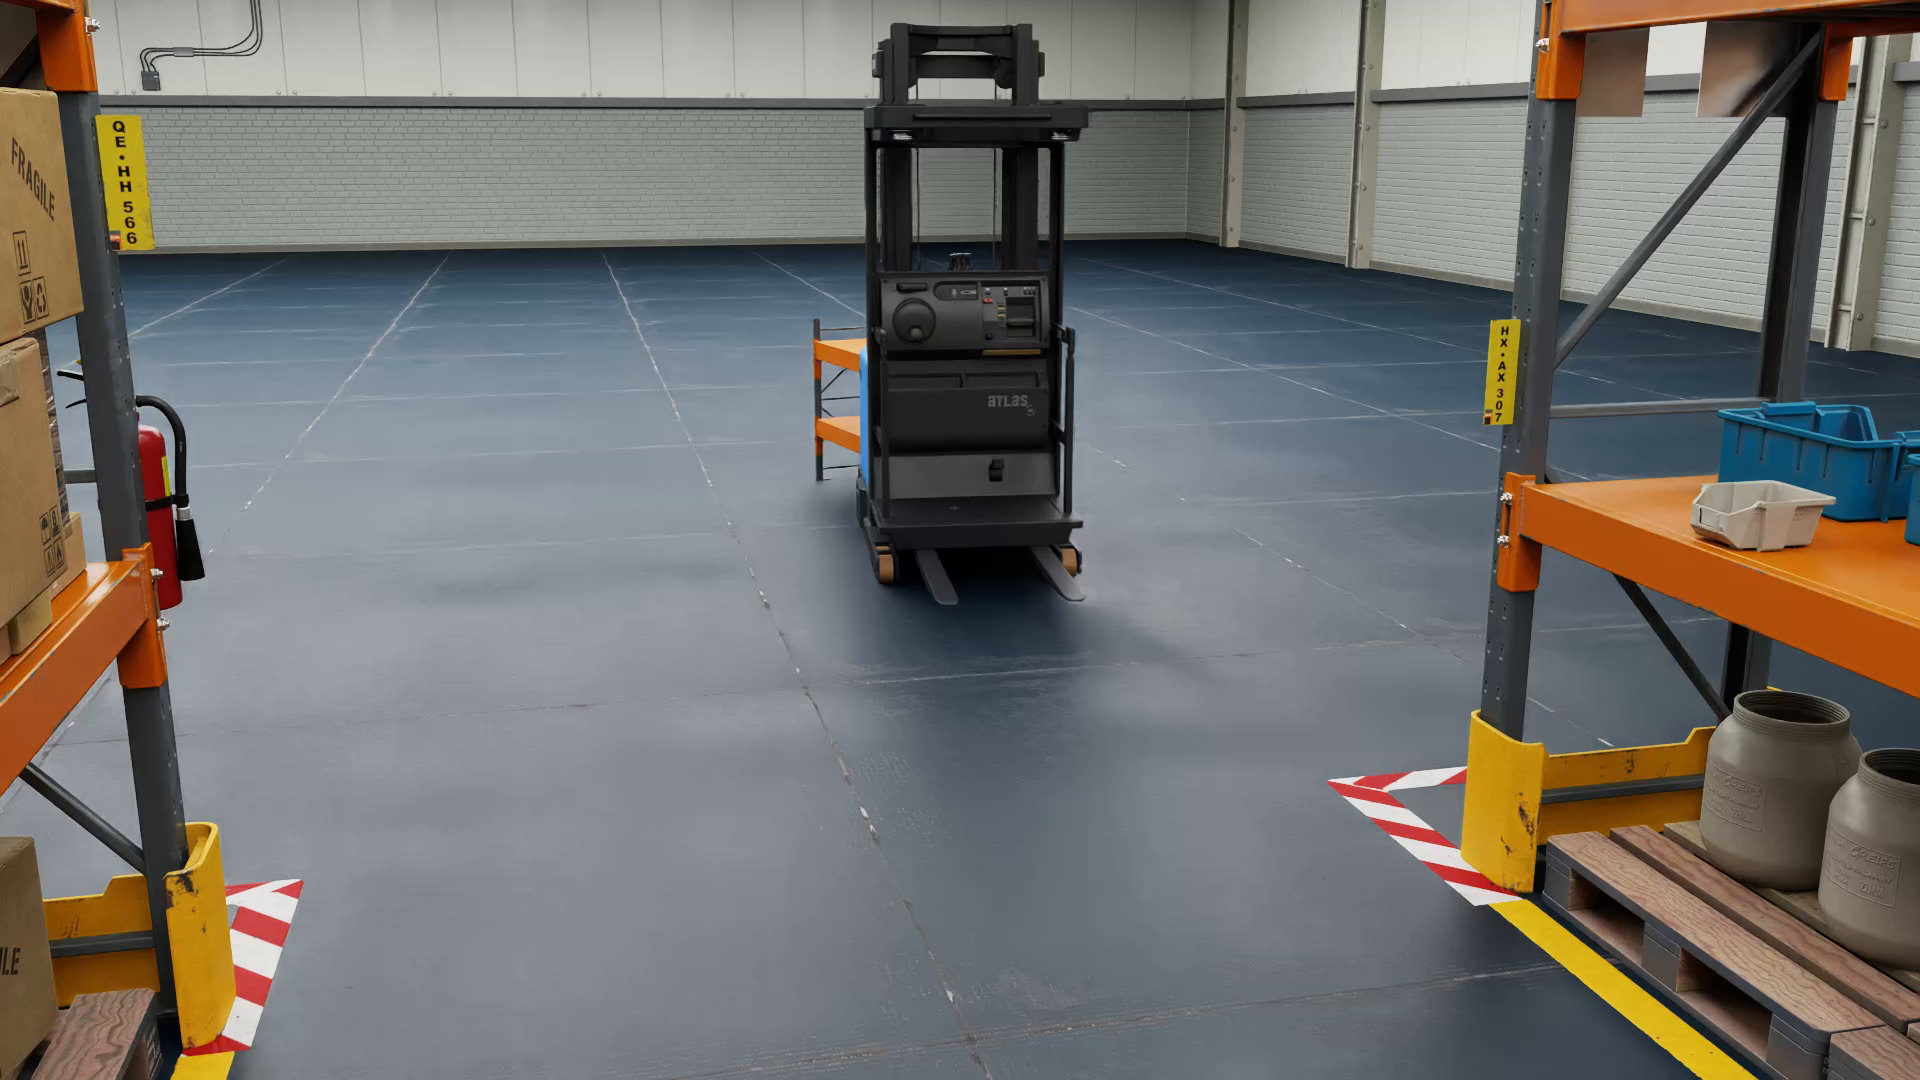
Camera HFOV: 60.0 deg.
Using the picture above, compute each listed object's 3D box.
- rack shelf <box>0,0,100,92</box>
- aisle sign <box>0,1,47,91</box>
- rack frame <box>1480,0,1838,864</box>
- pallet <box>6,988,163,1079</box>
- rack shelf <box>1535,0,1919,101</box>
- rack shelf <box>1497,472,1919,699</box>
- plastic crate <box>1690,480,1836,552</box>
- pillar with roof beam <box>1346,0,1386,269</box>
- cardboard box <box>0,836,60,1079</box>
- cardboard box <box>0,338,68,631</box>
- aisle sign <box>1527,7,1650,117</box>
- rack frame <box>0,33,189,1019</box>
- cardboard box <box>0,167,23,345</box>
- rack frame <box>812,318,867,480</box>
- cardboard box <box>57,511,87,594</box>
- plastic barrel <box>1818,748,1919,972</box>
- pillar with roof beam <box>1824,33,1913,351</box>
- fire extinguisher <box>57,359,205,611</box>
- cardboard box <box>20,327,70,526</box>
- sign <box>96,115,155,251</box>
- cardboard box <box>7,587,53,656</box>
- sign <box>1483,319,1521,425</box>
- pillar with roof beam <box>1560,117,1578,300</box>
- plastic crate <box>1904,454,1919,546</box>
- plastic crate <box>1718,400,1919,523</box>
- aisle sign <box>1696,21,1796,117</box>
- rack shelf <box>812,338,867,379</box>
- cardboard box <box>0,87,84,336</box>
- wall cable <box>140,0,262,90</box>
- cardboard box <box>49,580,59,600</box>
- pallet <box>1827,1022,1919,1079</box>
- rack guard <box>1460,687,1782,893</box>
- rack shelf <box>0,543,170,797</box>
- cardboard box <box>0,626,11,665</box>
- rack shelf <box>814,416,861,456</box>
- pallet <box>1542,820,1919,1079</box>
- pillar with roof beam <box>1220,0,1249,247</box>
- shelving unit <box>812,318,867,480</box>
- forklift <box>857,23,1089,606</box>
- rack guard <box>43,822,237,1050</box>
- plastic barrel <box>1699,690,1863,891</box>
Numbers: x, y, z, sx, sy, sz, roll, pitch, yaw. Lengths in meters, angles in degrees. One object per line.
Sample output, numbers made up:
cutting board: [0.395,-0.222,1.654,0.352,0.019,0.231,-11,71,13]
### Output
rack shelf: [-2.132,-0.784,2.010,1.077,0.370,4.000,-3,14,-13]
aisle sign: [-2.325,-1.431,3.987,0.394,0.787,0.004,-3,14,-13]
rack frame: [2.212,-0.413,5.299,1.000,3.000,0.127,-3,14,-13]
pallet: [-2.428,1.424,3.653,1.003,0.211,1.213,-3,14,-13]
rack shelf: [2.682,-1.060,3.140,1.077,0.370,4.000,-3,14,-13]
rack shelf: [2.682,0.397,3.496,1.077,0.370,4.000,-3,14,-13]
plastic crate: [2.110,-0.061,4.412,0.298,0.136,0.250,-3,14,-13]
pillar with roof beam: [3.026,-9.063,28.064,9.100,9.000,0.400,-3,14,-13]
cardboard box: [-2.472,1.018,3.822,0.500,0.500,0.500,-1,14,-3]
cardboard box: [-2.265,-0.093,3.151,0.875,0.500,0.500,-3,14,-13]
aisle sign: [1.911,-1.677,4.992,0.394,0.787,0.004,-3,14,-13]
rack frame: [-2.602,-0.137,4.169,1.000,3.000,0.127,-3,14,-13]
cardboard box: [-2.110,-0.588,3.069,0.500,0.500,0.500,-3,14,-13]
rack frame: [-0.781,-0.993,11.620,0.500,1.125,0.032,-7,15,-26]
cardboard box: [-2.334,0.039,3.977,0.380,0.149,0.250,-3,14,-13]
plastic barrel: [2.559,0.854,4.467,0.421,0.512,0.421,0,14,0]
pillar with roof beam: [5.845,-6.295,16.732,9.100,9.000,0.400,-3,14,-13]
fire extinguisher: [-2.181,-0.152,4.391,0.296,0.674,0.183,-3,14,-13]
cardboard box: [-2.500,-0.202,3.596,0.875,0.500,0.500,-3,14,-13]
sign: [-2.058,-0.880,4.102,0.100,0.325,0.005,-3,14,-13]
cardboard box: [-2.168,0.151,3.516,0.380,0.149,0.250,-3,14,-13]
sign: [1.677,-0.518,5.145,0.100,0.325,0.005,-3,14,-13]
pillar with roof beam: [4.436,-7.679,22.398,9.100,9.000,0.400,-3,14,-13]
plastic crate: [2.768,-0.092,4.298,0.499,0.251,0.408,-3,14,-13]
plastic crate: [2.621,-0.242,4.912,0.499,0.251,0.616,-3,14,-13]
aisle sign: [2.484,-1.709,5.126,0.394,0.787,0.004,-3,14,-13]
rack shelf: [-0.554,-1.169,11.109,0.538,0.278,1.000,-7,15,-26]
cardboard box: [-2.233,-0.703,3.540,0.500,0.500,0.500,-3,14,-13]
wall cable: [-14.992,-11.863,32.356,2.305,6.003,0.169,-3,14,-13]
cardboard box: [-2.276,0.097,3.741,0.380,0.149,0.250,-3,14,-13]
pallet: [2.745,1.425,3.651,1.003,0.211,1.213,-3,14,-13]
rack guard: [2.276,0.816,5.535,1.175,0.500,0.348,-3,14,-13]
rack shelf: [-2.132,0.674,2.366,1.077,0.370,4.000,-3,14,-13]
cardboard box: [-2.124,0.210,3.277,0.380,0.149,0.250,-3,14,-13]
rack shelf: [-0.554,-0.647,11.236,0.538,0.278,1.000,-7,15,-26]
pallet: [2.462,1.144,4.801,1.003,0.211,1.213,-3,14,-13]
pillar with roof beam: [1.617,-10.447,33.729,9.100,9.000,0.400,-3,14,-13]
shelving unit: [-0.554,-0.885,11.178,0.538,1.125,1.048,-7,15,-26]
forklift: [0.059,-1.271,8.954,1.130,2.935,3.031,-2,14,-7]
rack guard: [-2.584,1.094,4.394,1.175,0.500,0.348,-3,14,-13]
plastic barrel: [2.441,0.739,4.940,0.421,0.512,0.421,0,14,0]
